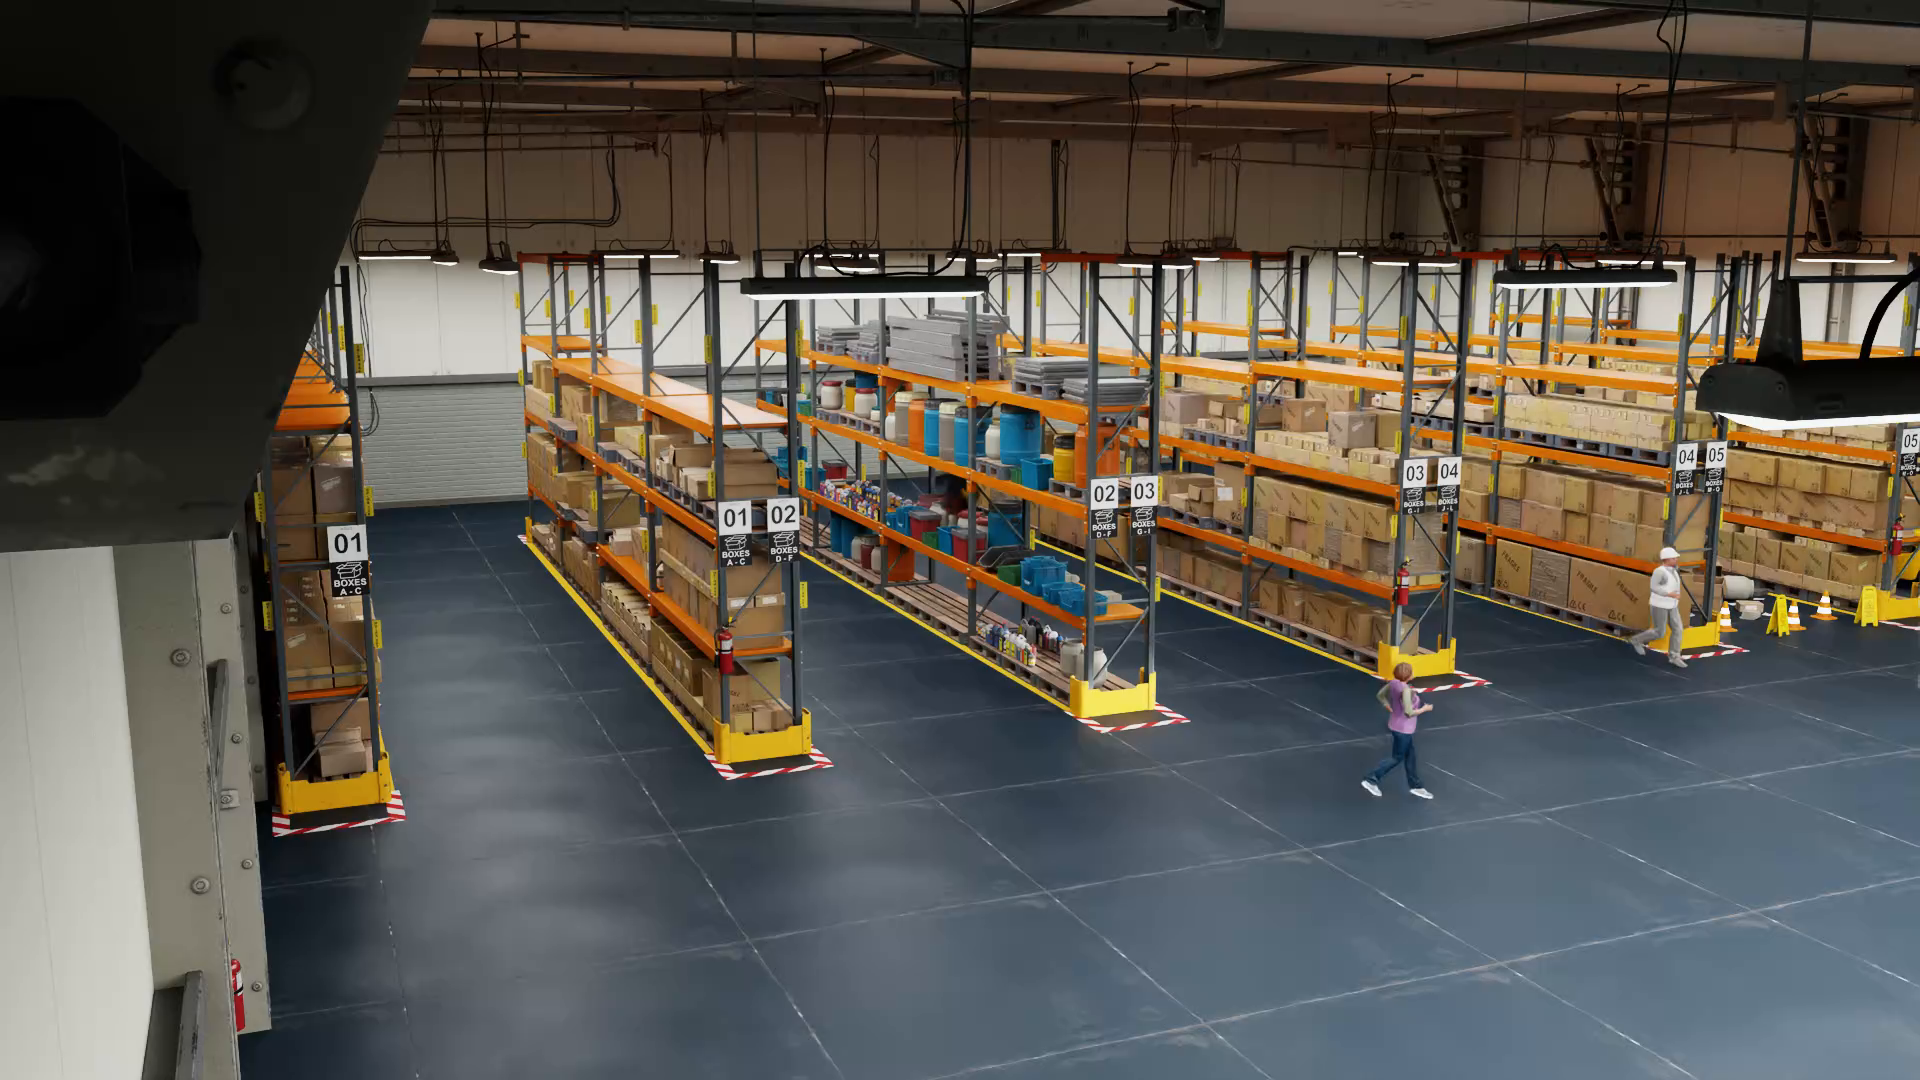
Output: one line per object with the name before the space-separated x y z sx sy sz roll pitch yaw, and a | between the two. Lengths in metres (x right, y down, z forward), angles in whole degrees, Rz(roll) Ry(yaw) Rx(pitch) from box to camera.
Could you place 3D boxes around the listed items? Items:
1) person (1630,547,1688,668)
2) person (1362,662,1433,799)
person | 10.489 0.981 24.828 0.695 1.778 0.889 -8 13 -38
person | 4.955 2.151 18.699 0.838 1.607 0.531 0 10 1
